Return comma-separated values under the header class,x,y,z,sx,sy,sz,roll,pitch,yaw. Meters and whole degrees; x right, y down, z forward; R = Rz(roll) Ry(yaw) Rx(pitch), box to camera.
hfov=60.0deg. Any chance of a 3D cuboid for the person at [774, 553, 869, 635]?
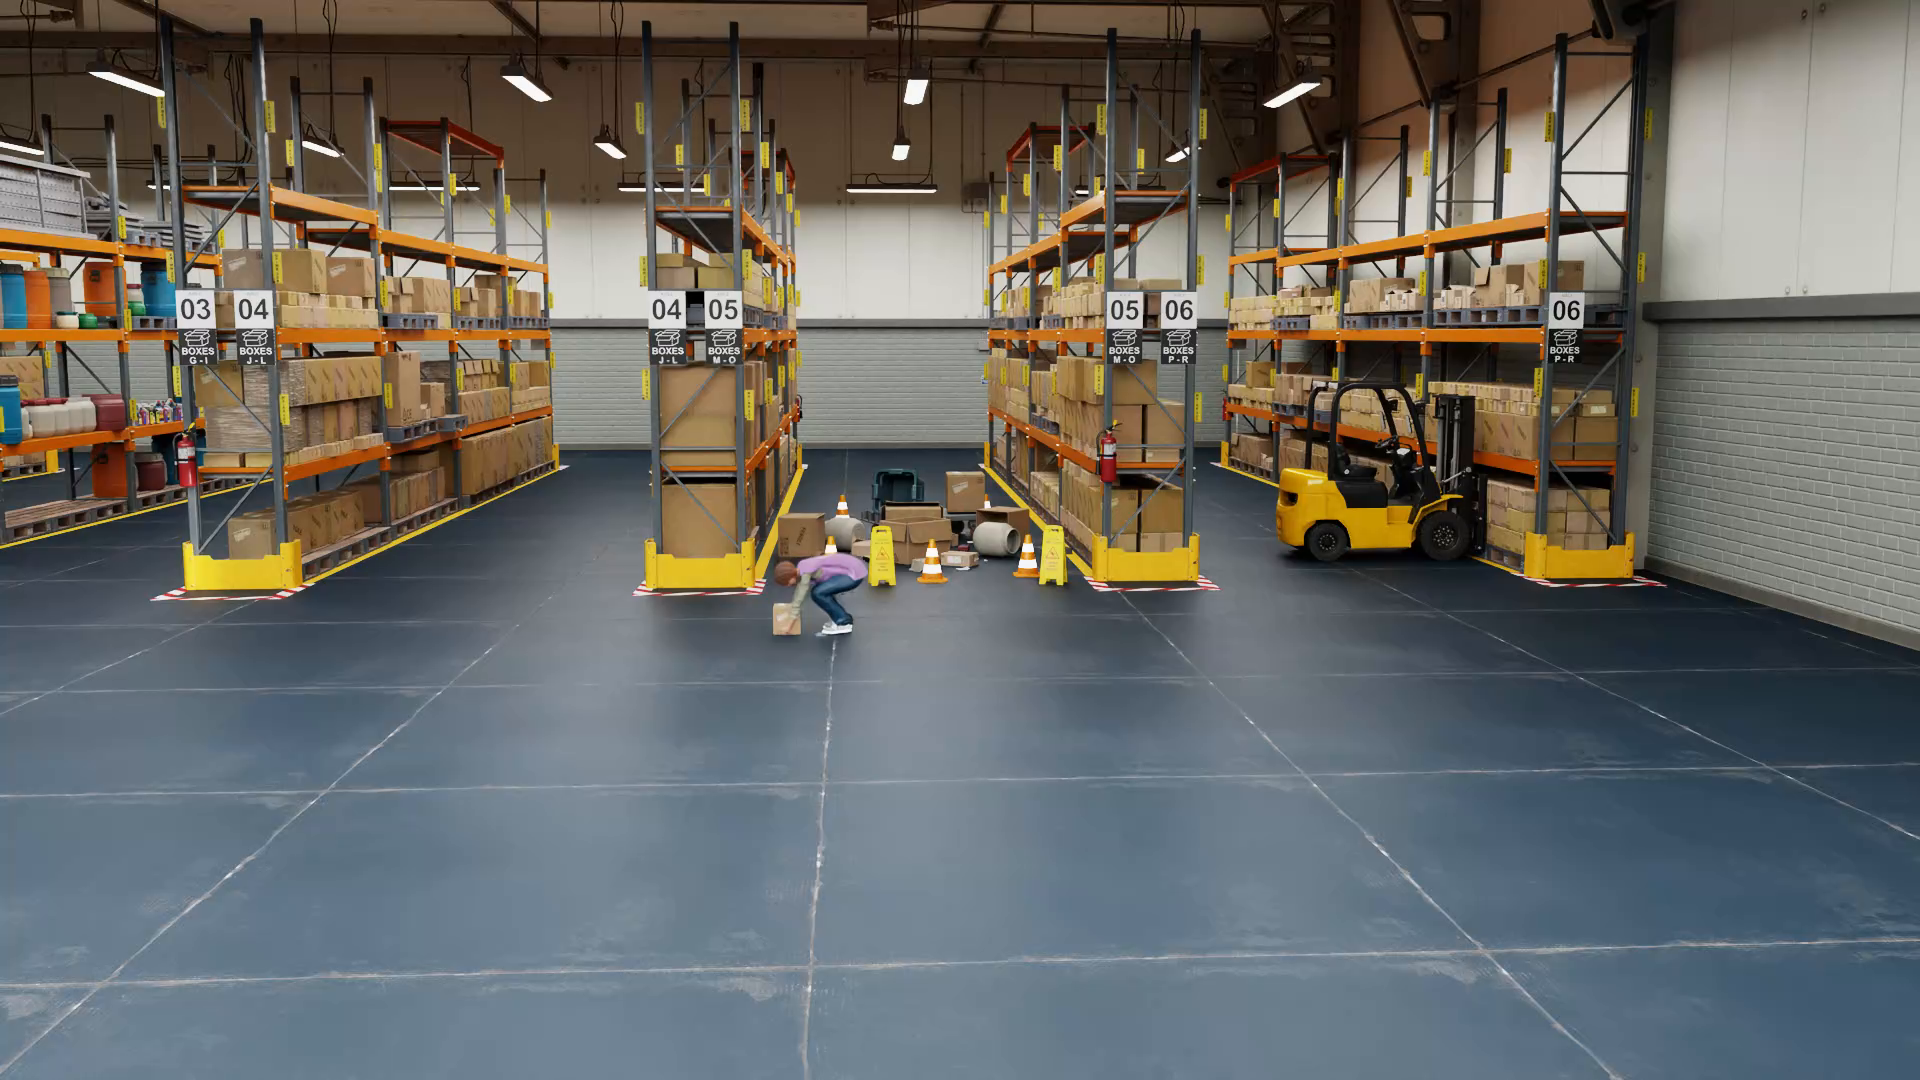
class,x,y,z,sx,sy,sz,roll,pitch,yaw
person,-1.279,0.501,15.358,0.873,0.758,0.427,-1,7,-5
